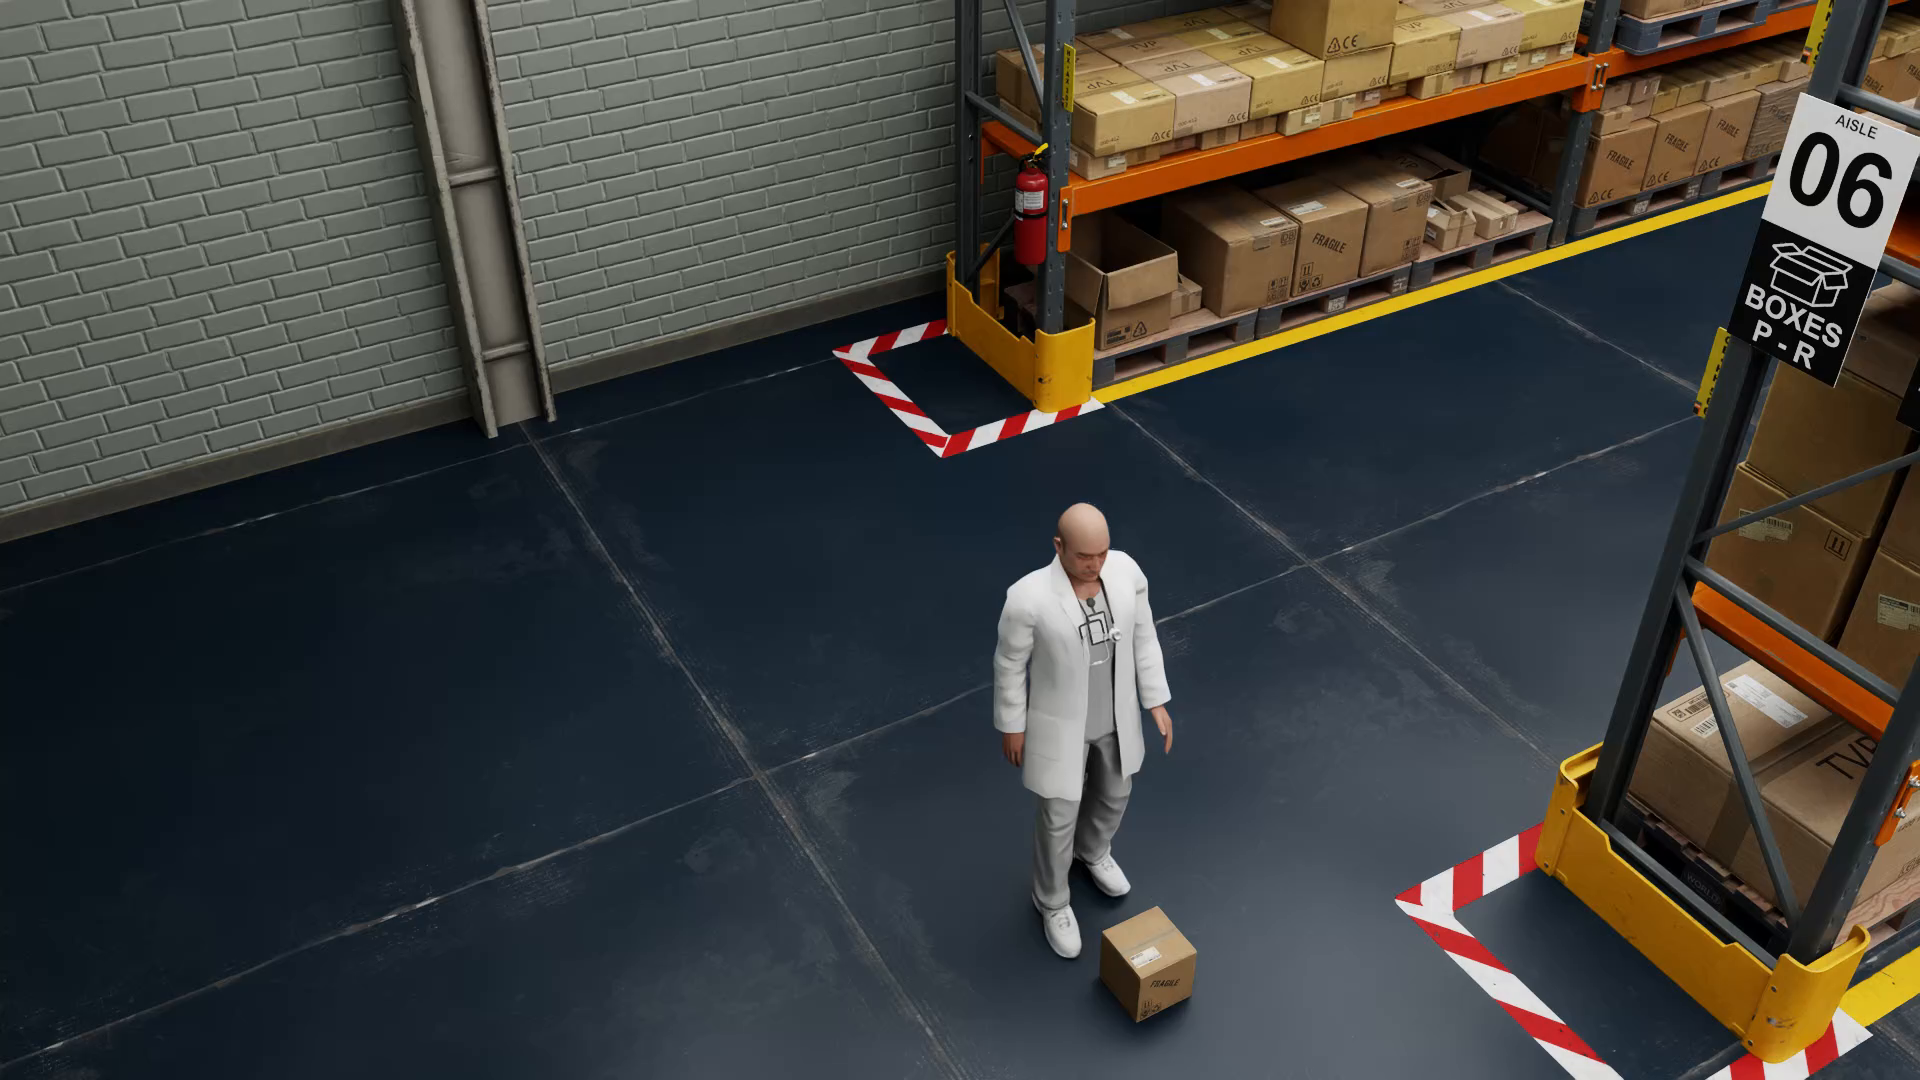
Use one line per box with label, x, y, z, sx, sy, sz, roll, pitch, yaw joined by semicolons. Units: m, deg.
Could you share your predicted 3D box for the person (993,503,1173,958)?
person;0.469;0.681;5.996;0.629;1.791;0.540;-16;39;-21
